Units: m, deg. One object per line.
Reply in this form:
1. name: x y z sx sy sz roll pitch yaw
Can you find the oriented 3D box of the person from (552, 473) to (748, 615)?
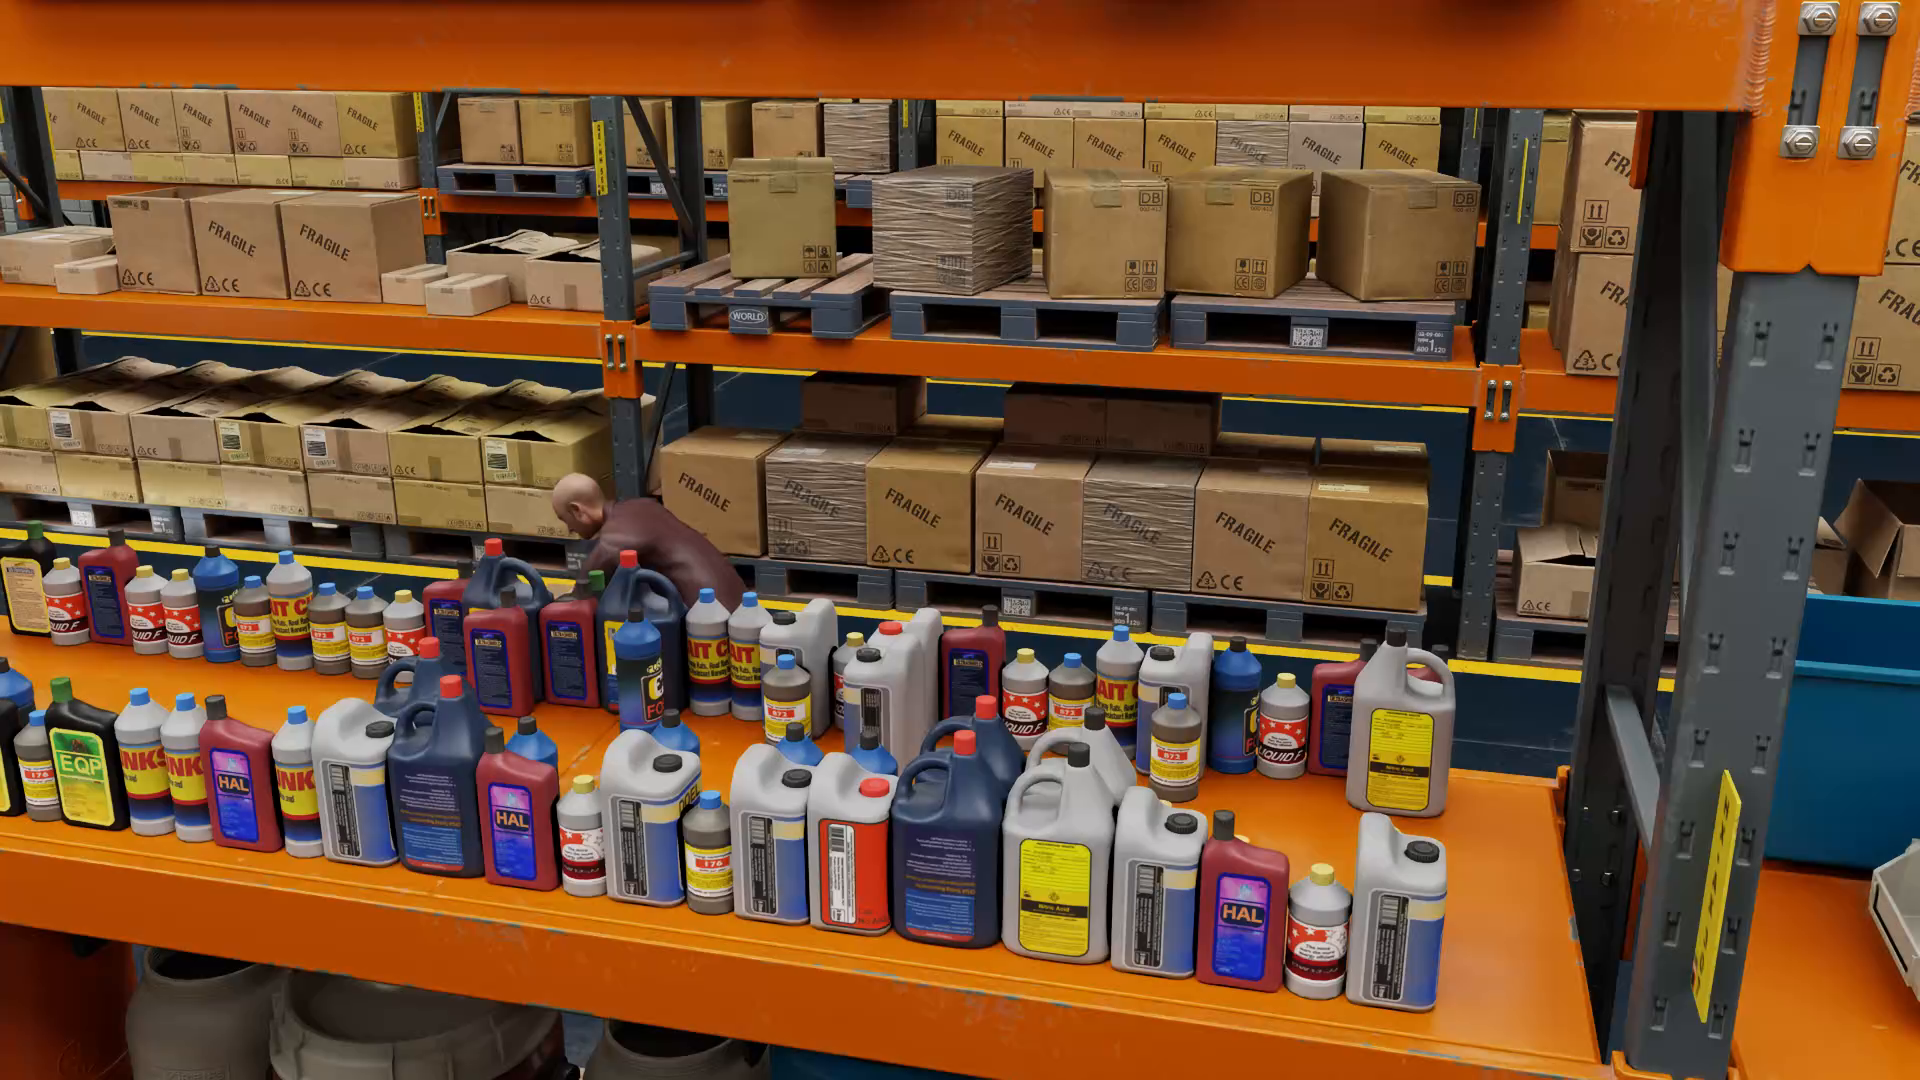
1. person: -1.283 0.270 6.715 0.901 0.877 0.599 4 19 14
